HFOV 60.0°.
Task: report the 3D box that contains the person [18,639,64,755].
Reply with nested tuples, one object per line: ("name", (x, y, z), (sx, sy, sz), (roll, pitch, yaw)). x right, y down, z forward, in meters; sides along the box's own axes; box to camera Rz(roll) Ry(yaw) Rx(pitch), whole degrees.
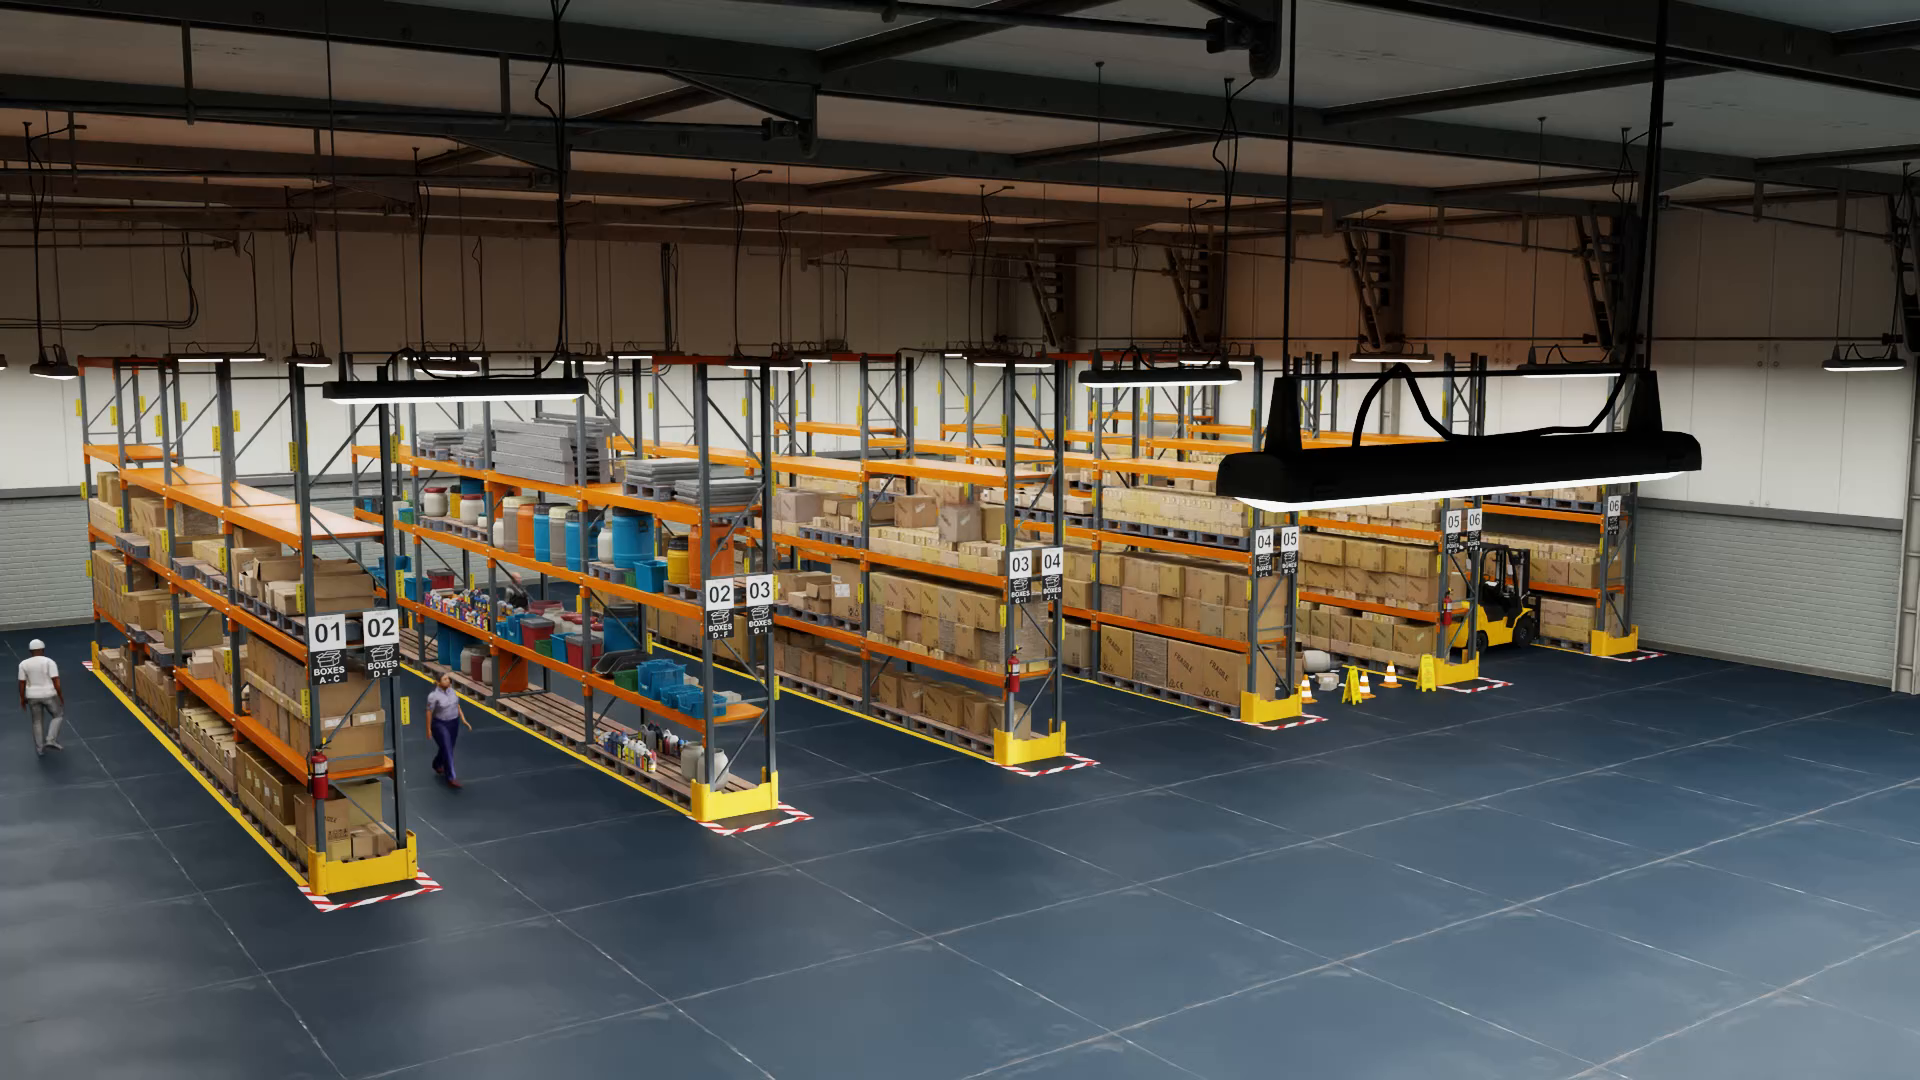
("person", (-13.986, 2.395, 25.308), (0.609, 1.769, 0.489), (-1, 7, -8))

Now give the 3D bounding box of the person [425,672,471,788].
("person", (-7.323, 2.664, 23.696), (1.000, 1.570, 0.570), (6, 9, 40))

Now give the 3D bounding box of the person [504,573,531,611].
("person", (-8.690, 1.491, 32.955), (0.935, 1.692, 0.595), (3, 8, 26))

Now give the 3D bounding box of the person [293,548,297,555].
("person", (-14.727, 1.011, 36.978), (0.749, 1.764, 0.735), (-4, 8, -31))
